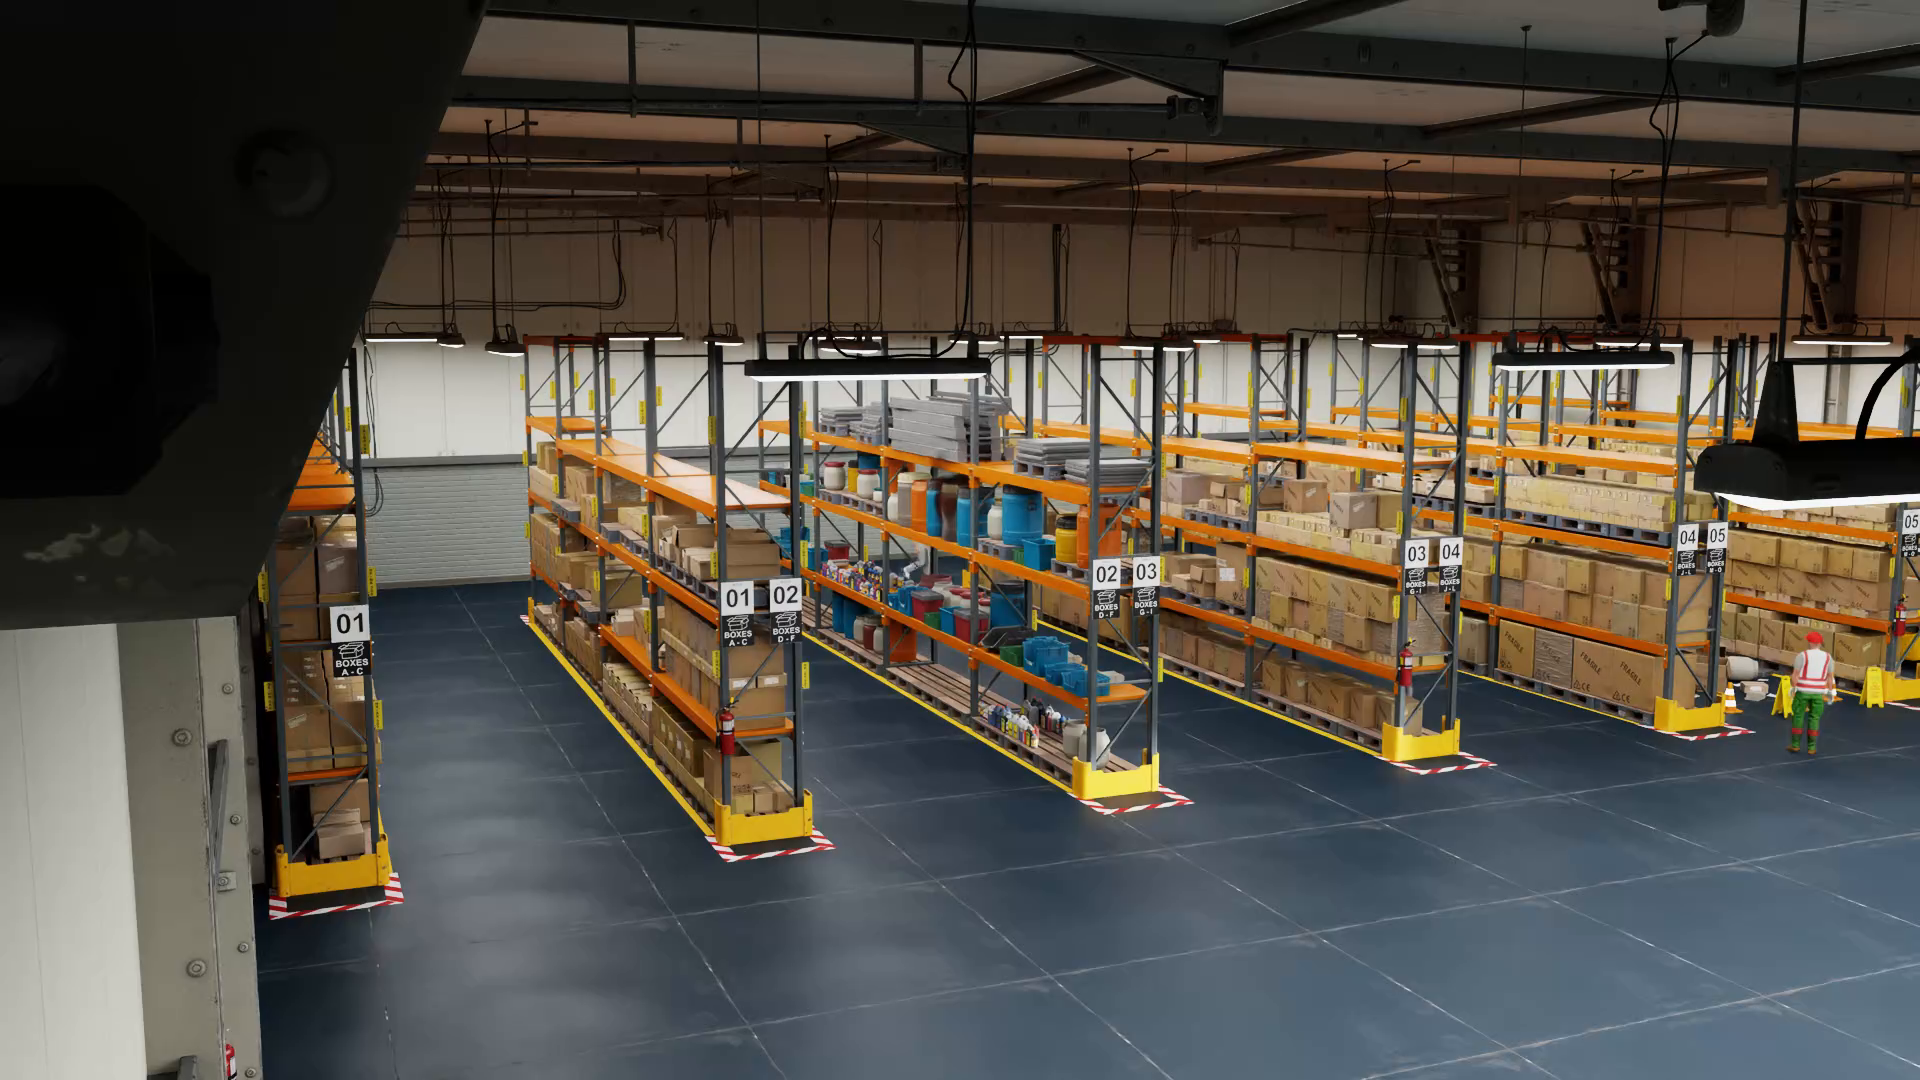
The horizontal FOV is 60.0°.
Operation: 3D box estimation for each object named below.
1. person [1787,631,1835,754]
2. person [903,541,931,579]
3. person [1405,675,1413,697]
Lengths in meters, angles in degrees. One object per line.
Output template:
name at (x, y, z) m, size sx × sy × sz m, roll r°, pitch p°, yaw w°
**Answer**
person at (12.442, 2.223, 24.297) m, size 0.589 × 1.812 × 0.438 m, roll 2°, pitch 8°, yaw 17°
person at (-0.981, 0.178, 40.133) m, size 0.714 × 1.642 × 0.480 m, roll 2°, pitch 8°, yaw 12°
person at (7.196, 1.973, 26.921) m, size 0.430 × 1.614 × 0.487 m, roll 4°, pitch 9°, yaw 27°
